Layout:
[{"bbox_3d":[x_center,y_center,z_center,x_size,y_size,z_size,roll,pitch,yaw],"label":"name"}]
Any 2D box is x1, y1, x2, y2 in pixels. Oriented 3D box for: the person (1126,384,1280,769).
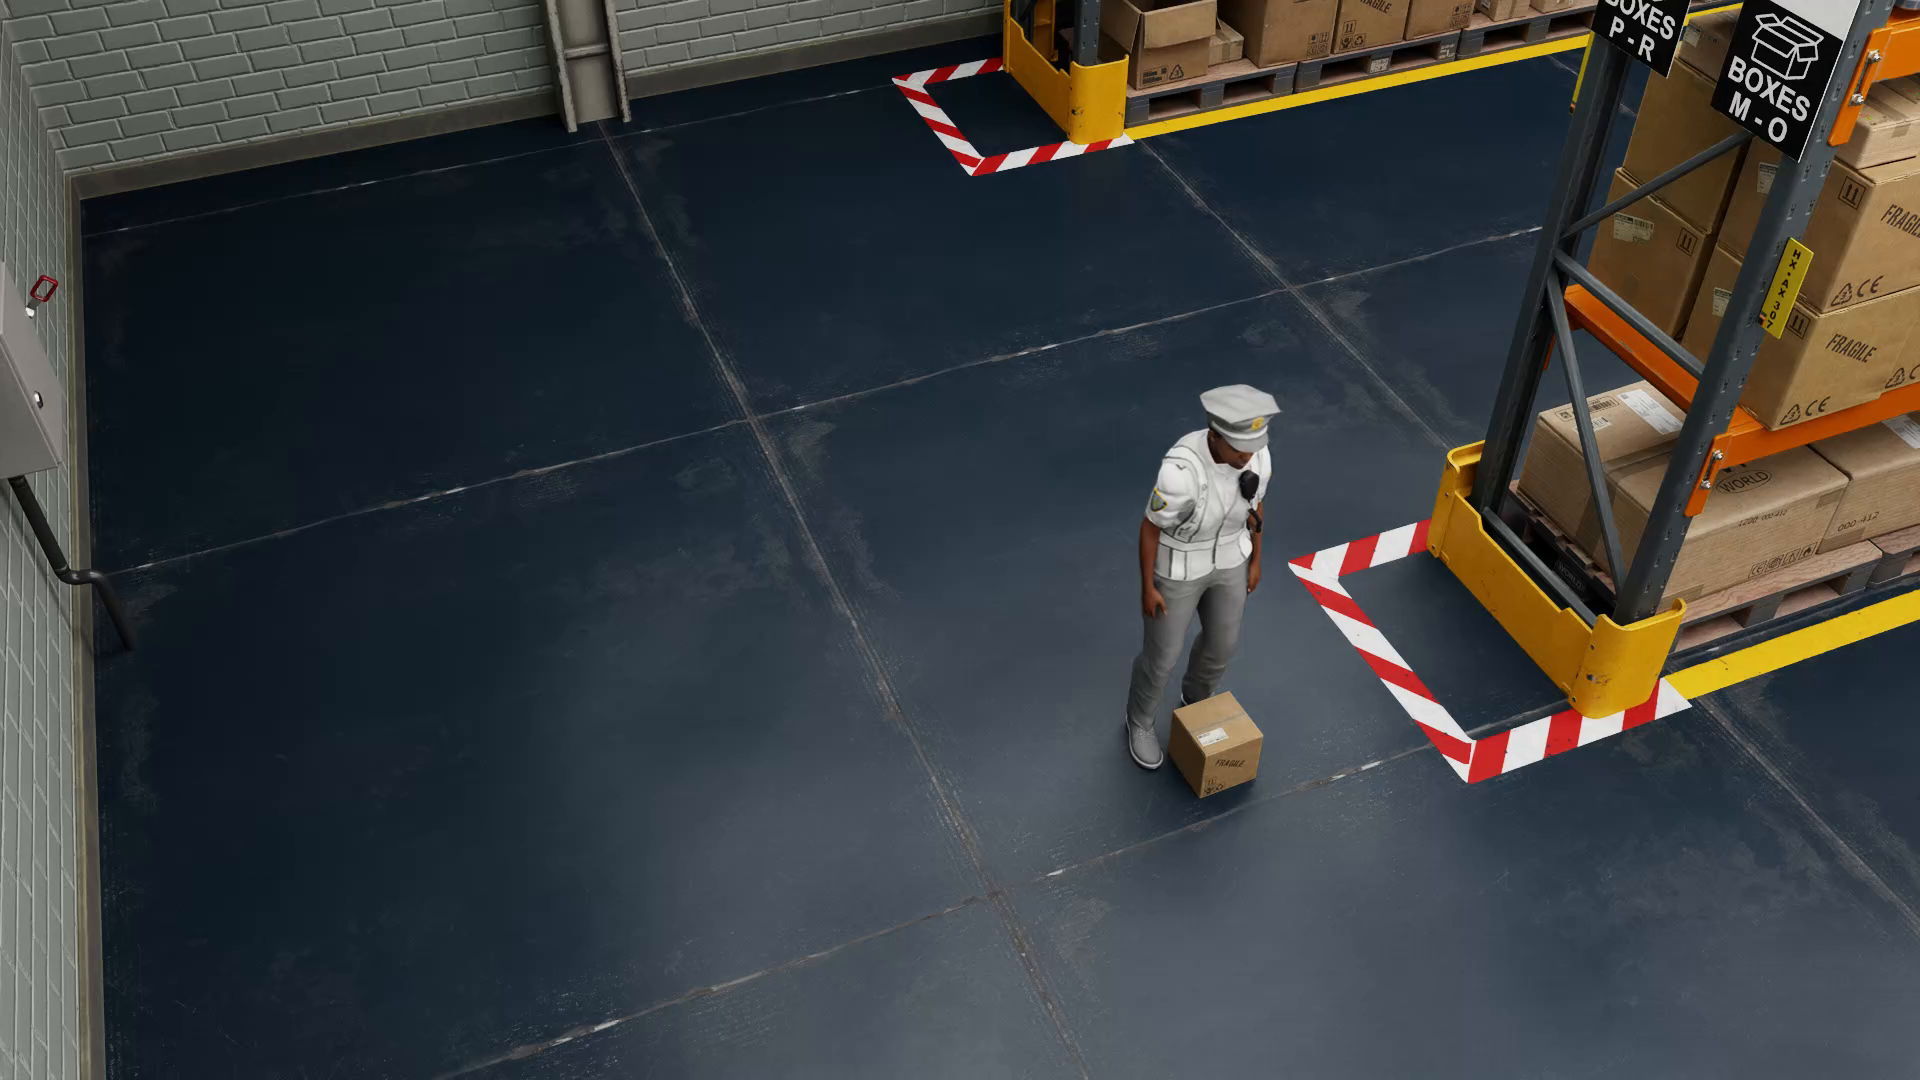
[{"bbox_3d":[0.869,0.115,6.033,0.504,1.658,0.395,-15,44,-16],"label":"person"}]
